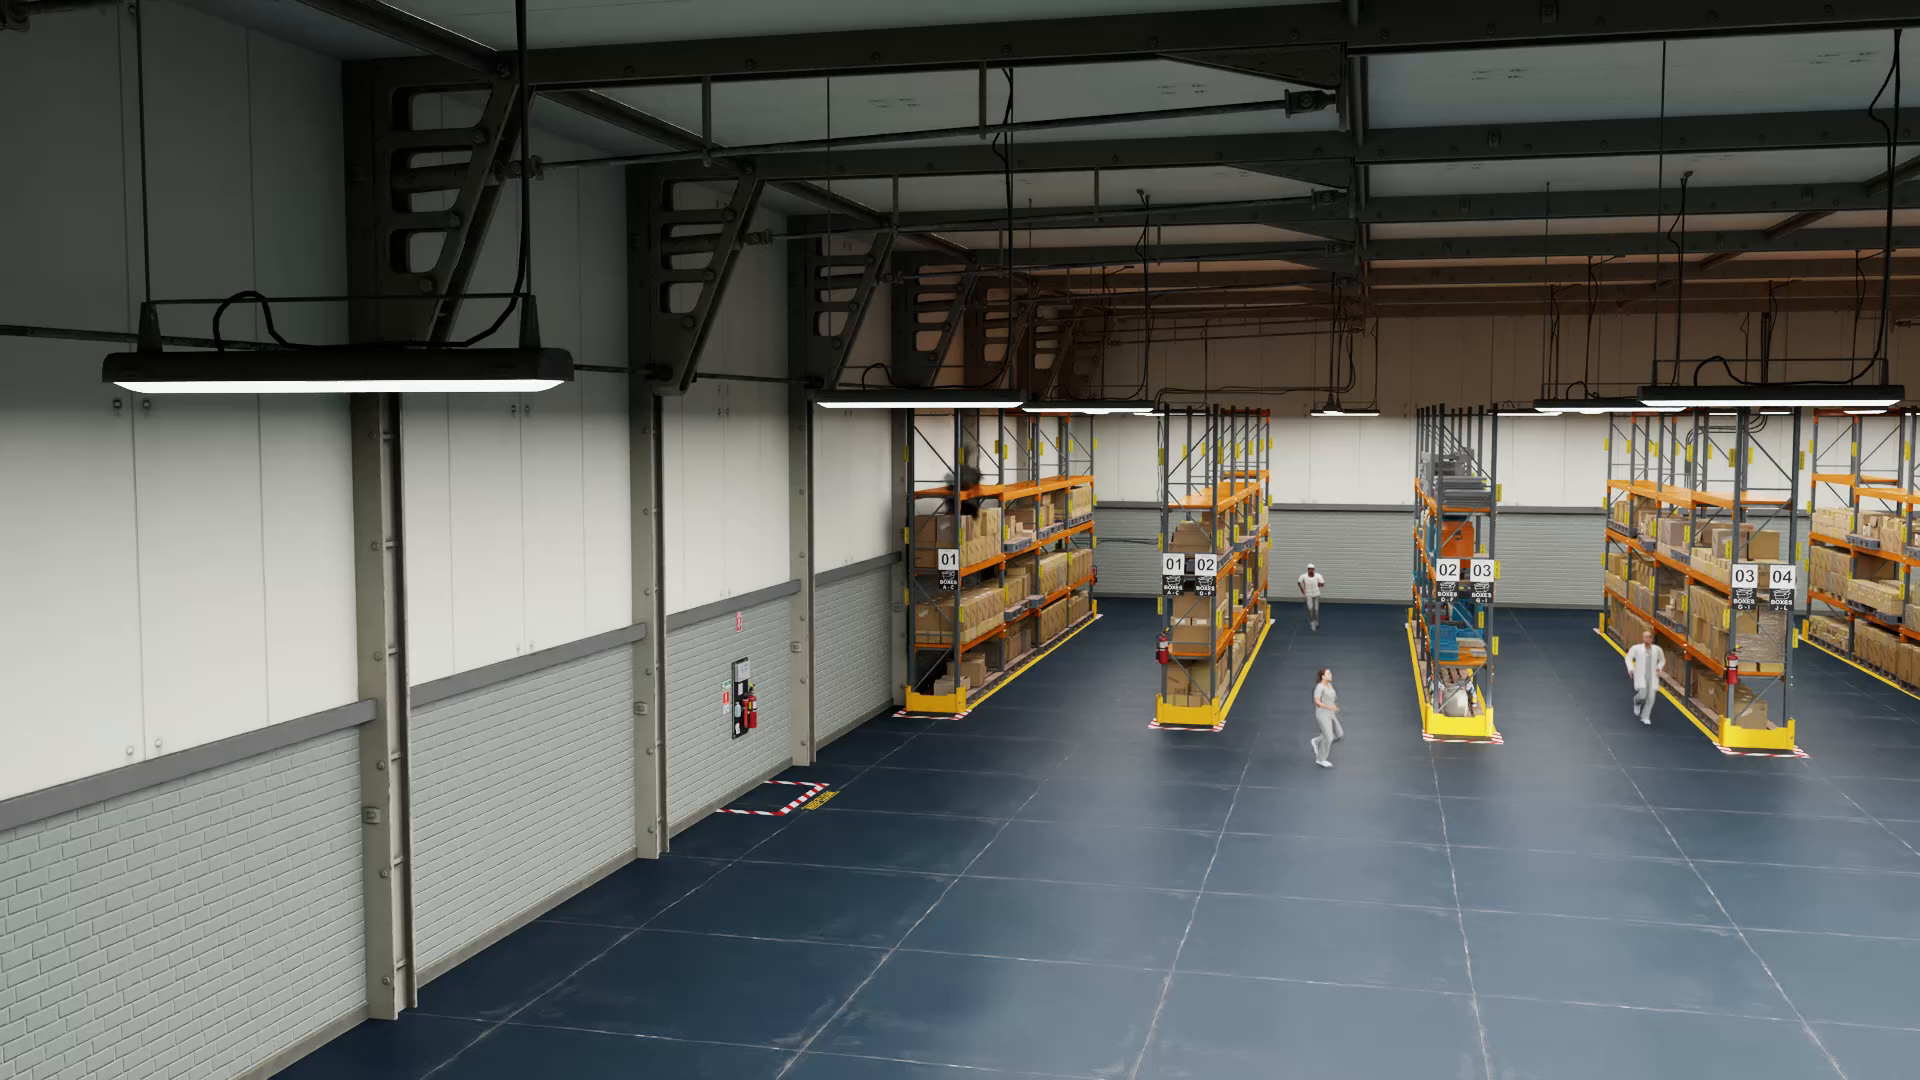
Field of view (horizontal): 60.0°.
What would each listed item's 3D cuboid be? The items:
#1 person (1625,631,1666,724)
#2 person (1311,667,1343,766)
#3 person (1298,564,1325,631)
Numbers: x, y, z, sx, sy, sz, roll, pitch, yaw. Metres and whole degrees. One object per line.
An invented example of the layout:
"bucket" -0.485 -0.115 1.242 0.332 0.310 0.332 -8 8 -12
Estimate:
"person" 12.915 2.584 31.310 0.714 1.733 0.634 1 4 10
"person" 6.039 2.911 27.459 0.578 1.637 0.601 3 5 40
"person" 9.587 1.553 45.339 0.694 1.828 0.748 0 4 4
